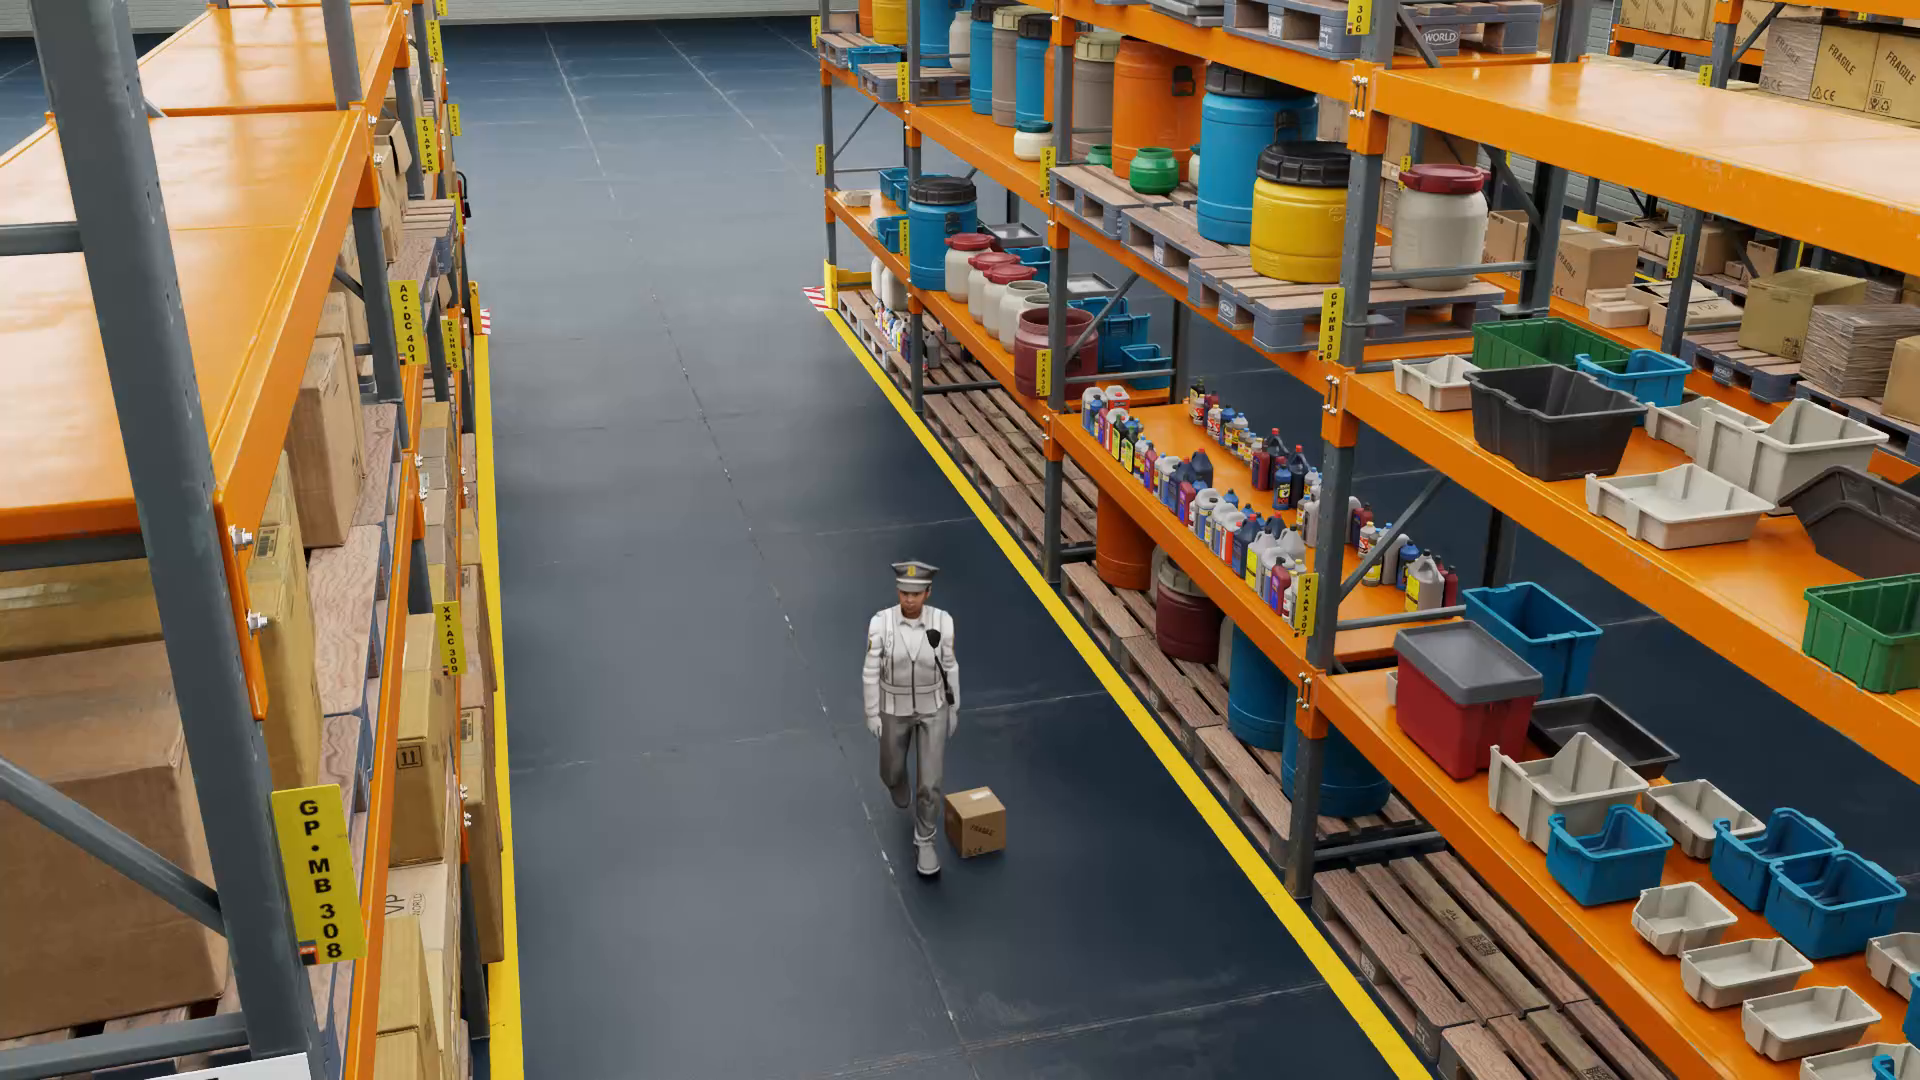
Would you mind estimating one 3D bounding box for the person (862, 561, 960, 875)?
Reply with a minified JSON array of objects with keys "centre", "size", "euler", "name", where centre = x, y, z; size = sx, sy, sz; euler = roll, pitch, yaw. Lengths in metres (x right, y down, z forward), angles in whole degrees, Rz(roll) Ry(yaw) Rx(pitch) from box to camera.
[{"centre":[-0.252,0.838,8.597],"size":[0.497,1.656,0.746],"euler":[-1,23,-1],"name":"person"}]
